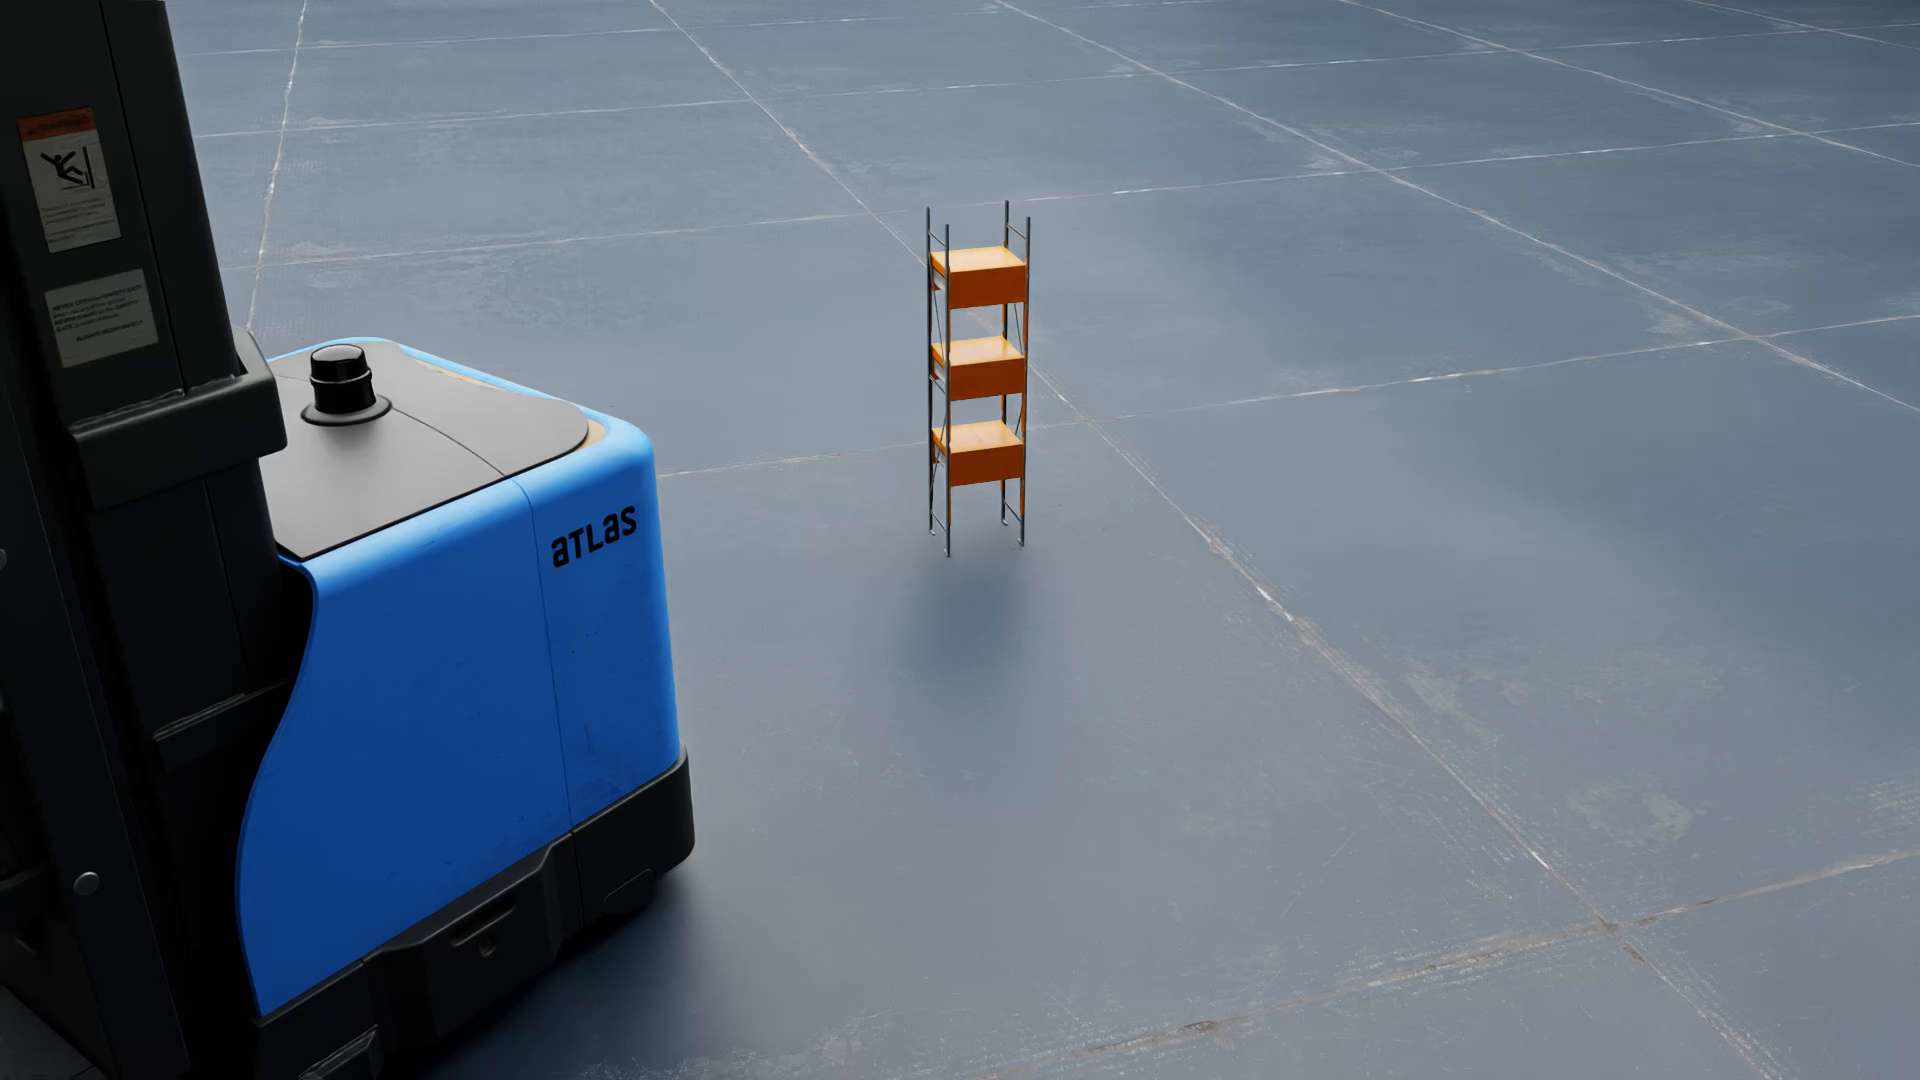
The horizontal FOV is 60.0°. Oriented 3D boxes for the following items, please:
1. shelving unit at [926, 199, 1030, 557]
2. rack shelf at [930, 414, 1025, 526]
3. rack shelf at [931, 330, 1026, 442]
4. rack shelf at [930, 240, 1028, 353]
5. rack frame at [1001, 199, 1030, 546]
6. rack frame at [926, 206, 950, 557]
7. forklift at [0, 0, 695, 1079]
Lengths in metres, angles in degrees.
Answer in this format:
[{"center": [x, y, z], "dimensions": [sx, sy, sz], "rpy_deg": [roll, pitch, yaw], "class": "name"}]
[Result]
[{"center": [0.051, -0.478, 5.031], "dimensions": [0.252, 1.050, 0.215], "rpy_deg": [-8, 28, -16], "class": "shelving unit"}, {"center": [0.051, -0.219, 5.160], "dimensions": [0.240, 0.259, 0.215], "rpy_deg": [-8, 28, -16], "class": "rack shelf"}, {"center": [0.051, -0.468, 5.036], "dimensions": [0.240, 0.259, 0.215], "rpy_deg": [-8, 28, -16], "class": "rack shelf"}, {"center": [0.051, -0.722, 4.910], "dimensions": [0.240, 0.259, 0.215], "rpy_deg": [-8, 28, -16], "class": "rack shelf"}, {"center": [0.167, -0.494, 5.065], "dimensions": [0.008, 1.050, 0.200], "rpy_deg": [-8, 28, -16], "class": "rack frame"}, {"center": [-0.065, -0.461, 4.998], "dimensions": [0.008, 1.050, 0.200], "rpy_deg": [-8, 28, -16], "class": "rack frame"}, {"center": [-1.891, -0.185, 2.327], "dimensions": [1.130, 2.935, 3.031], "rpy_deg": [19, 32, 33], "class": "forklift"}]
